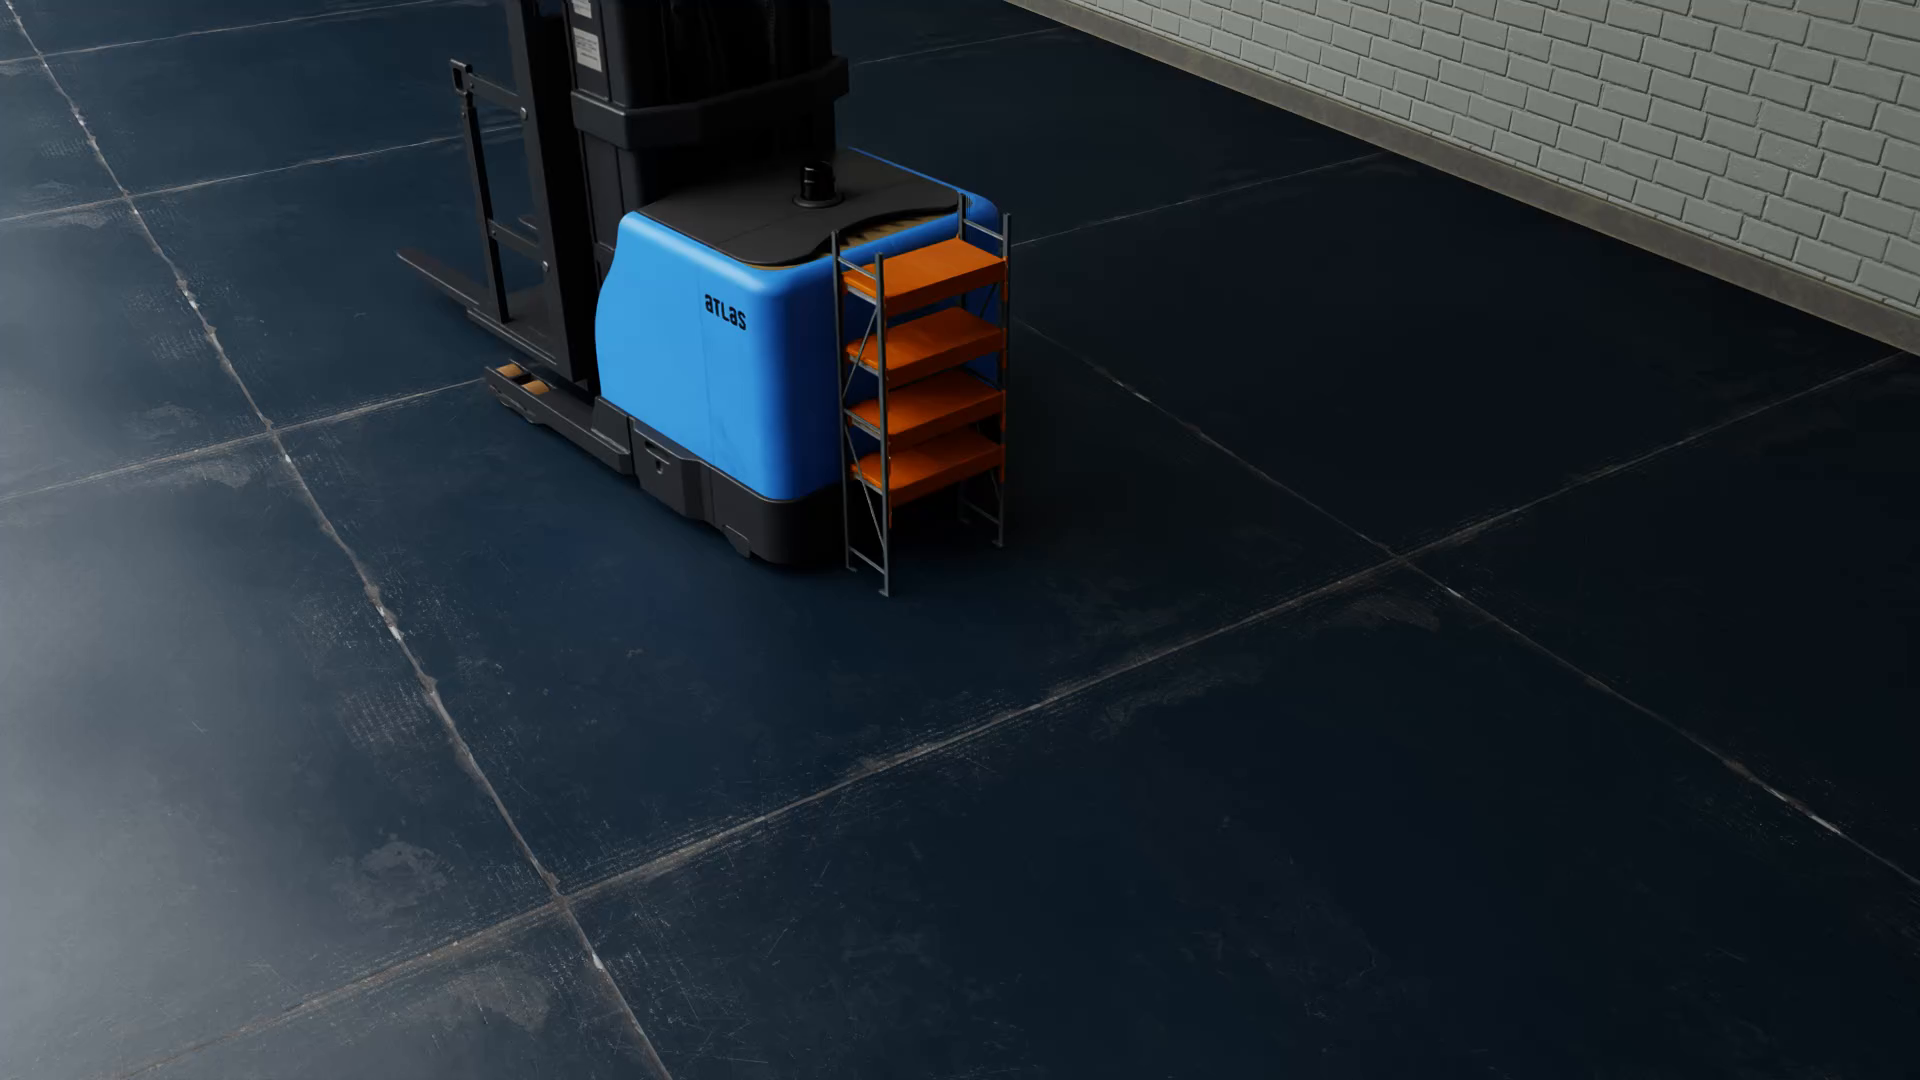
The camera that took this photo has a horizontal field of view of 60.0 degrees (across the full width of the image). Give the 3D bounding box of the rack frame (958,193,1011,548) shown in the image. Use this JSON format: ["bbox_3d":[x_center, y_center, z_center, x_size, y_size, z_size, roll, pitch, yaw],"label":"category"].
[{"bbox_3d":[0.076,-0.533,5.470,0.015,1.200,0.240,-23,39,-32],"label":"rack frame"}]

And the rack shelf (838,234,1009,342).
[{"bbox_3d":[-0.114,-0.783,5.131,0.480,0.148,0.258,-23,39,-32],"label":"rack shelf"}]

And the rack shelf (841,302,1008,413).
[{"bbox_3d":[-0.114,-0.583,5.257,0.480,0.148,0.258,-23,39,-32],"label":"rack shelf"}]

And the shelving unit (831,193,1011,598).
[{"bbox_3d":[-0.114,-0.451,5.341,0.503,1.200,0.258,-23,39,-32],"label":"shelving unit"}]

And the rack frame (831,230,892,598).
[{"bbox_3d":[-0.304,-0.369,5.211,0.015,1.200,0.240,-23,39,-32],"label":"rack frame"}]

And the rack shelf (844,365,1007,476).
[{"bbox_3d":[-0.114,-0.394,5.376,0.480,0.148,0.258,-23,39,-32],"label":"rack shelf"}]

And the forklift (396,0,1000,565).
[{"bbox_3d":[-1.223,-1.856,5.945,1.130,2.935,3.031,-26,41,-35],"label":"forklift"}]

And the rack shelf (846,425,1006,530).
[{"bbox_3d":[-0.114,-0.226,5.482,0.480,0.148,0.258,-23,39,-32],"label":"rack shelf"}]
